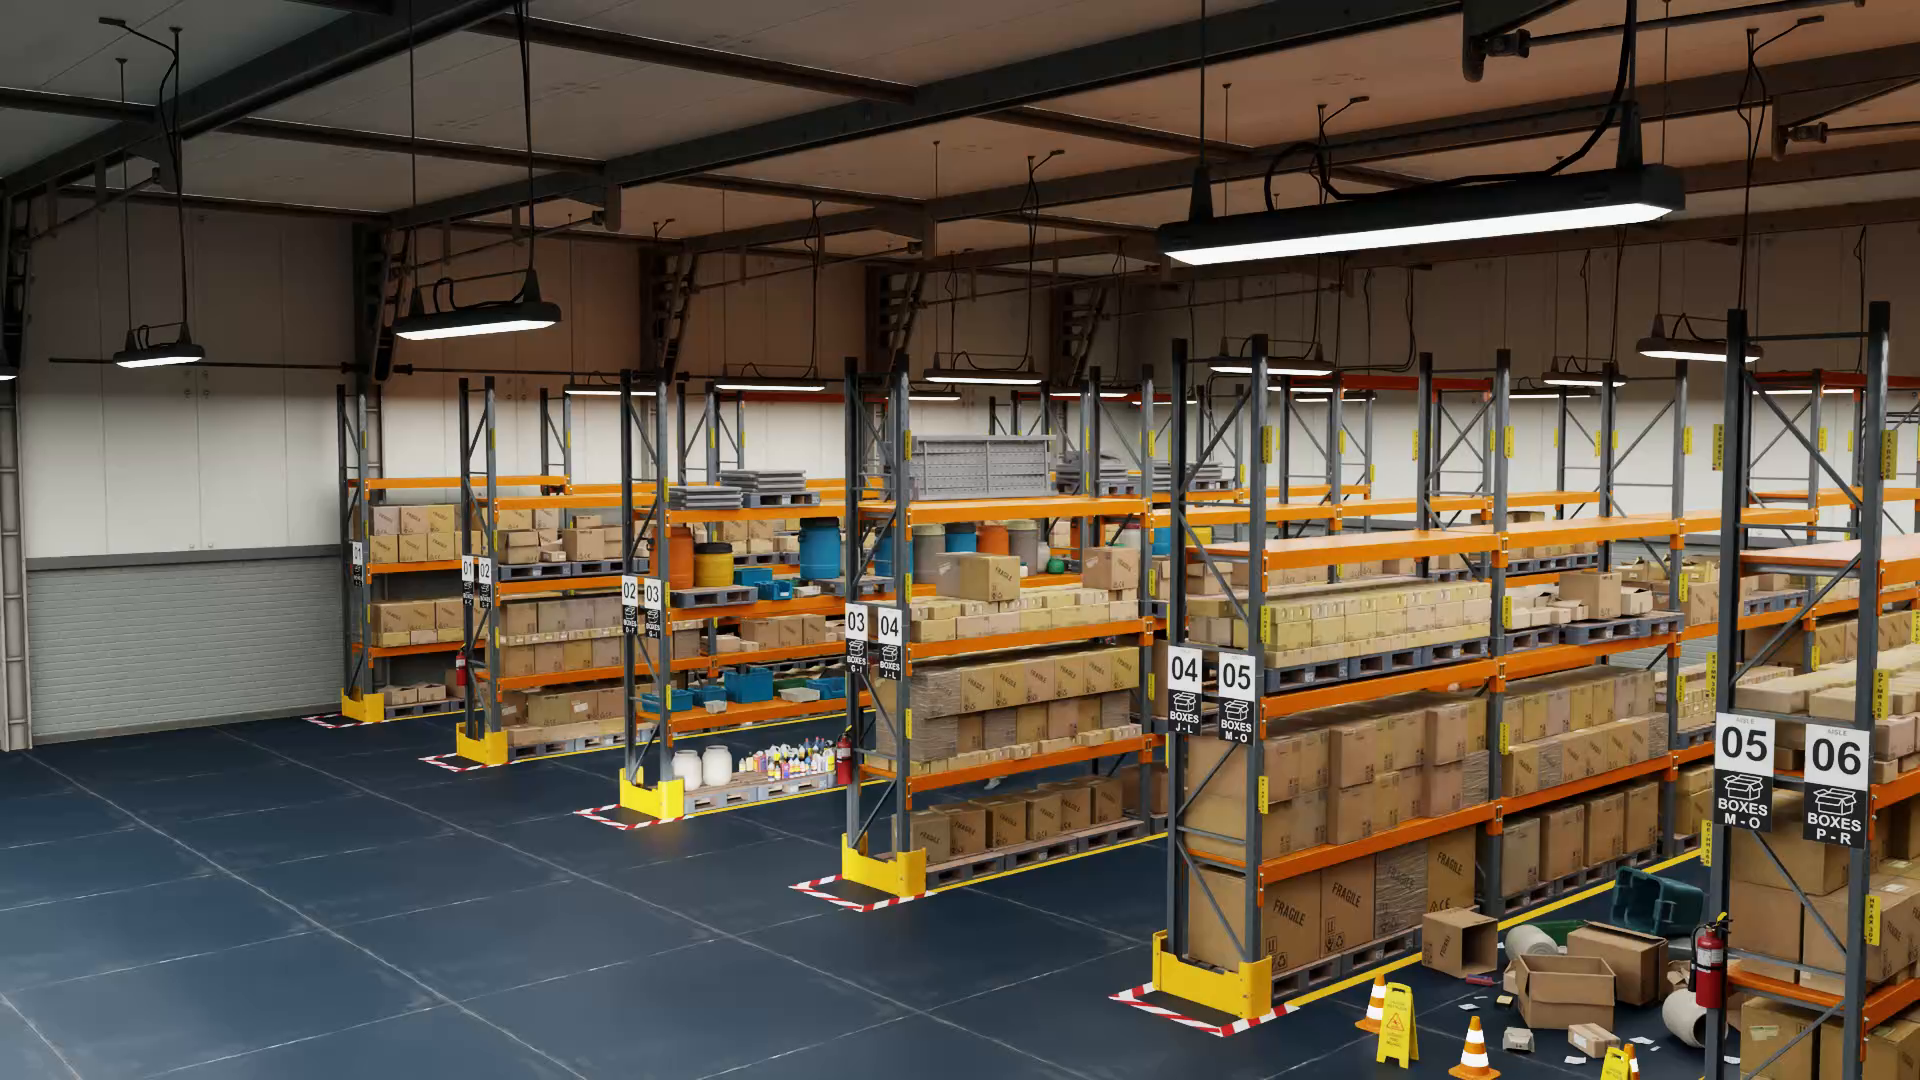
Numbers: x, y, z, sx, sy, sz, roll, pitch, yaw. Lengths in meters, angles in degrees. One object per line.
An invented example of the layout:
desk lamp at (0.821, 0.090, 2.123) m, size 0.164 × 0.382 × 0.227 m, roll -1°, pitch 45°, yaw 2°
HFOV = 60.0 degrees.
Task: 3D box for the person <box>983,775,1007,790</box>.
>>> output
person at (0.437, 2.760, 24.233) m, size 0.869 × 1.706 × 0.735 m, roll -3°, pitch 5°, yaw -35°

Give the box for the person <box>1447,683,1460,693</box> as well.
person at (6.860, 2.812, 23.089) m, size 0.860 × 1.690 × 0.658 m, roll -2°, pitch 4°, yaw -24°
